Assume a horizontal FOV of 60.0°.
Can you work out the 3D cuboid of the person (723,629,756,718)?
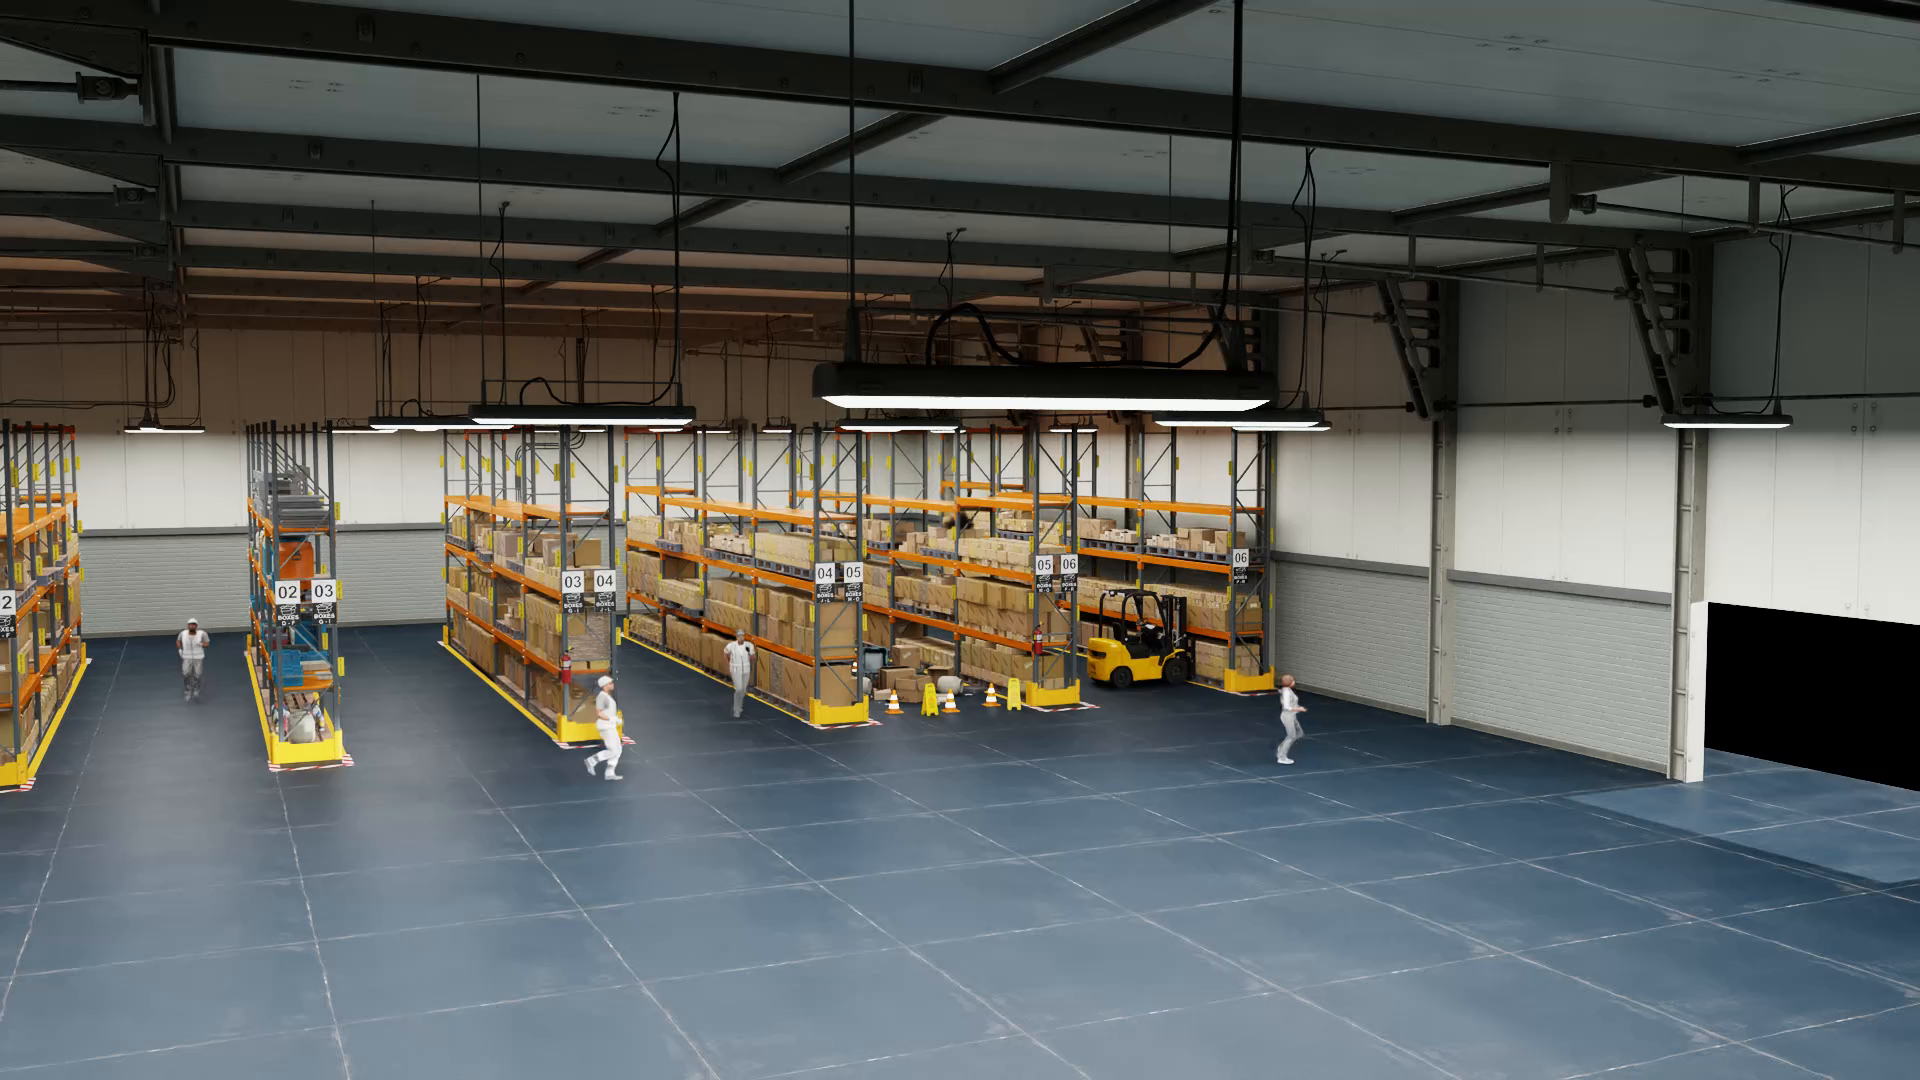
[{"bbox_3d":[-4.470,2.733,34.048,0.624,1.859,0.755,-2,4,-25],"label":"person"}]

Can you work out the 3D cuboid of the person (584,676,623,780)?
[{"bbox_3d":[-5.903,3.123,27.601,0.652,1.743,0.655,0,4,-4],"label":"person"}]

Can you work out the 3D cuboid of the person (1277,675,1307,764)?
[{"bbox_3d":[5.791,3.123,28.989,0.532,1.556,0.525,1,4,16],"label":"person"}]

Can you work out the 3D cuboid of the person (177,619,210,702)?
[{"bbox_3d":[-16.622,2.597,36.074,0.667,1.802,0.752,-1,4,-22],"label":"person"}]
